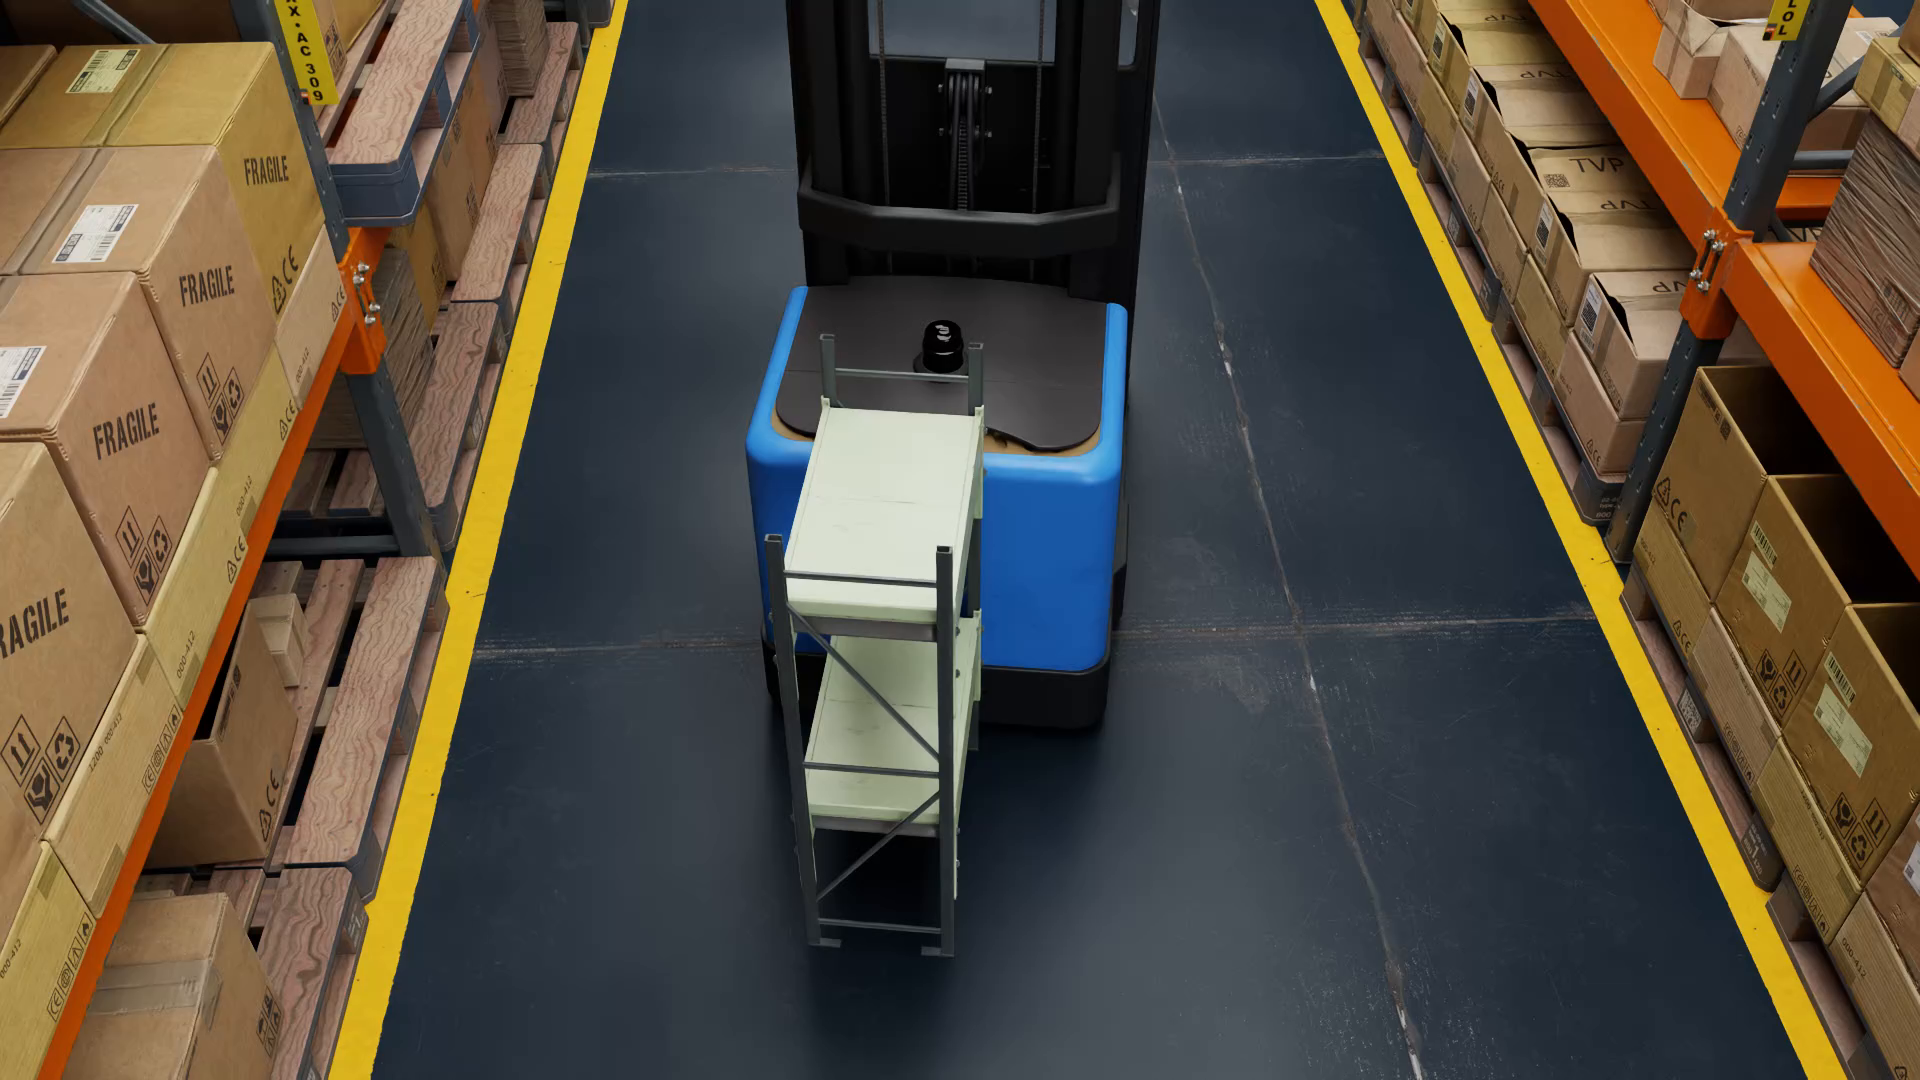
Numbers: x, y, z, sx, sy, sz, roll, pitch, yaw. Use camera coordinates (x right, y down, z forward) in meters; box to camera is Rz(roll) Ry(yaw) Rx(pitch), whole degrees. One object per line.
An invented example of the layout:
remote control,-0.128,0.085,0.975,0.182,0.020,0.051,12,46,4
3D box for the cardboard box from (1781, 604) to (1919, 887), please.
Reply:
cardboard box,2.472,0.506,4.147,0.500,0.500,0.500,-2,43,-2

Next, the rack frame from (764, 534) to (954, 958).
rack frame,-0.215,0.560,4.029,0.400,1.500,0.023,4,43,4

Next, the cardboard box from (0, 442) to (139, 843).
cardboard box,-1.837,0.181,2.874,0.500,0.500,0.500,0,43,0

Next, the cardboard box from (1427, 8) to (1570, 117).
cardboard box,2.332,-2.061,7.088,0.500,0.311,0.500,-3,43,-3

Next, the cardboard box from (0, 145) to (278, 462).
cardboard box,-1.871,-0.511,3.628,0.500,0.500,0.500,-2,43,-2

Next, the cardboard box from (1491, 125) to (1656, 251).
cardboard box,2.372,-1.375,6.339,0.500,0.311,0.500,-2,43,-2

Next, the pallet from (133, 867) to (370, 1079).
pallet,-2.108,1.377,4.092,1.003,0.211,1.213,-2,43,-2

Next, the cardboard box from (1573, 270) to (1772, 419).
cardboard box,2.419,-0.687,5.589,0.500,0.311,0.500,-2,43,-2

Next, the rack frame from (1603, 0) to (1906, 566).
rack frame,2.723,-1.074,4.702,1.000,3.000,0.127,-2,43,-2

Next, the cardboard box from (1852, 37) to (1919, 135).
cardboard box,2.540,-1.163,4.245,0.380,0.149,0.250,-2,43,-2

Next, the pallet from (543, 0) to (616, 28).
pallet,-2.355,-3.136,9.015,1.003,0.211,1.213,-2,43,-2

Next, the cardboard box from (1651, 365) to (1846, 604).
cardboard box,2.429,-0.169,4.884,0.500,0.500,0.500,-2,43,-2

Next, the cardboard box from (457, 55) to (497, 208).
cardboard box,-2.359,-1.700,6.909,0.700,0.500,0.500,-2,43,-2

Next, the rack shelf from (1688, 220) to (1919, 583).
rack shelf,2.807,0.542,3.472,1.077,0.370,4.000,-2,43,-2

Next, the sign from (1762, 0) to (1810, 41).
sign,2.181,-1.449,4.313,0.100,0.325,0.005,-2,43,-2

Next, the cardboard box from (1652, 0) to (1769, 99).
cardboard box,2.502,-1.612,5.389,0.396,0.266,0.258,-3,43,-3

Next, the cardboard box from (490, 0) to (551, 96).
cardboard box,-2.314,-2.386,7.657,0.700,0.500,0.500,-1,43,-1

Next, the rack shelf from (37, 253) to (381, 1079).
rack shelf,-2.142,0.686,3.314,1.077,0.370,4.000,-2,43,-2

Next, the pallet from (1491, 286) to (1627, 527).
pallet,2.652,-0.542,6.185,1.003,0.211,1.213,-2,43,-2

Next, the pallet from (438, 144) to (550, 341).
pallet,-2.316,-1.252,6.960,1.003,0.211,1.213,-2,43,-2

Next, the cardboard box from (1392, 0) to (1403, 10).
cardboard box,2.281,-2.760,7.850,0.500,0.311,0.500,0,43,0

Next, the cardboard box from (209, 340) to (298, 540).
cardboard box,-1.891,-0.233,3.881,0.500,0.250,0.500,-1,43,-2

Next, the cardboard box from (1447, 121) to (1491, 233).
cardboard box,2.353,-1.517,6.909,0.500,0.250,0.500,-1,43,-1

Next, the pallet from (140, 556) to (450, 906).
pallet,-2.163,0.551,4.992,1.003,0.211,1.213,-2,43,-2

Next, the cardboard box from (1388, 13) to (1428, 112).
cardboard box,2.304,-2.214,7.670,0.500,0.250,0.500,-3,43,-3

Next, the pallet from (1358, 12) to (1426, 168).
pallet,2.549,-2.189,7.982,1.003,0.211,1.213,-2,43,-2

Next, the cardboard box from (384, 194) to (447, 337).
cardboard box,-2.347,-1.014,6.160,0.700,0.500,0.500,-2,43,-3

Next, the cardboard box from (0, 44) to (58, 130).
cardboard box,-2.415,-0.834,3.982,0.500,0.500,0.500,-3,43,-3

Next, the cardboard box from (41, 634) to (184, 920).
cardboard box,-1.831,0.445,3.141,0.500,0.250,0.500,-1,43,-1

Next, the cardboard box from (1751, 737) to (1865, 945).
cardboard box,2.472,0.782,4.401,0.500,0.250,0.500,-2,43,-2

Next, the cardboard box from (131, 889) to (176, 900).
cardboard box,-2.179,1.040,4.180,0.380,0.149,0.250,-5,43,-5

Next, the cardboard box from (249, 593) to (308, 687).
cardboard box,-2.174,0.314,4.959,0.380,0.166,0.250,-7,43,-7

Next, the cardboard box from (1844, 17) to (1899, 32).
cardboard box,2.889,-1.585,5.445,0.380,0.149,0.250,-2,43,-2

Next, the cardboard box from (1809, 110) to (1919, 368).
cardboard box,2.748,-0.811,4.341,0.700,0.500,0.500,-3,43,-3

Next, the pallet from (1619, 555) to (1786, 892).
pallet,2.714,0.492,5.057,1.003,0.211,1.213,-2,43,-2

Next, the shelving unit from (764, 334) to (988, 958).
shelving unit,-0.179,0.314,4.297,0.431,1.500,0.755,4,43,4

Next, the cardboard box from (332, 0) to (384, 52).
cardboard box,-2.231,-1.850,5.149,0.700,0.500,0.500,2,43,3

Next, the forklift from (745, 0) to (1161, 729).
forklift,0.061,-1.504,5.221,1.130,2.935,3.031,4,43,4

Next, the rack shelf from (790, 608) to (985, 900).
rack shelf,-0.179,0.555,4.518,0.431,0.370,0.720,4,43,4

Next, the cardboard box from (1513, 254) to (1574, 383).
cardboard box,2.396,-0.828,6.158,0.500,0.250,0.500,-2,43,-2

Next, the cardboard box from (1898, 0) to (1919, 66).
cardboard box,2.748,-1.289,3.903,0.700,0.500,0.500,-1,43,-2

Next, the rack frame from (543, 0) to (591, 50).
rack frame,-2.396,-3.629,7.490,1.000,3.000,0.127,-2,43,-2

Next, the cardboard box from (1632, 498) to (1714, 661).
cardboard box,2.439,0.107,5.138,0.500,0.250,0.500,-2,43,-2
